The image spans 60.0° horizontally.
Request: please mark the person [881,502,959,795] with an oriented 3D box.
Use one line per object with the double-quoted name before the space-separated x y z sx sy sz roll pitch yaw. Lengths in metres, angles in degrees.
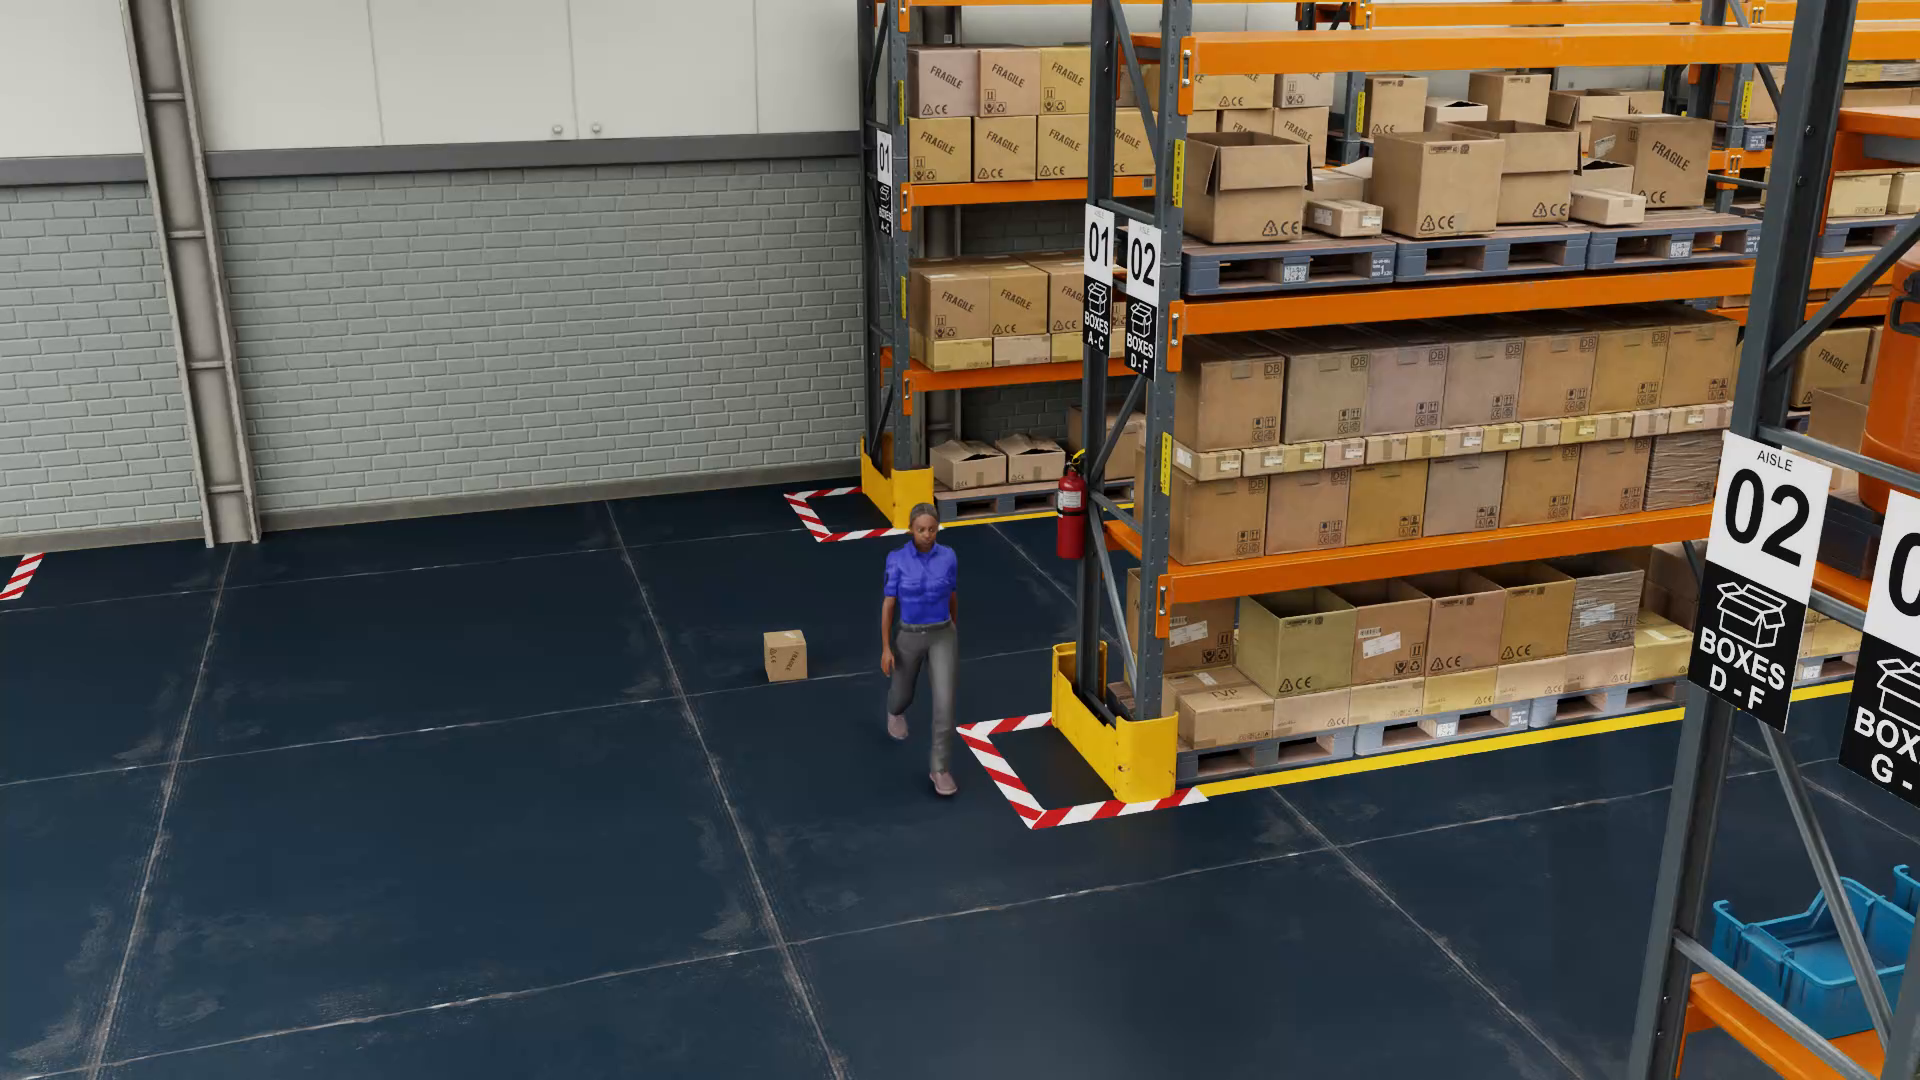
"person" -0.235 0.549 9.483 0.471 1.608 0.906 -3 20 -10
